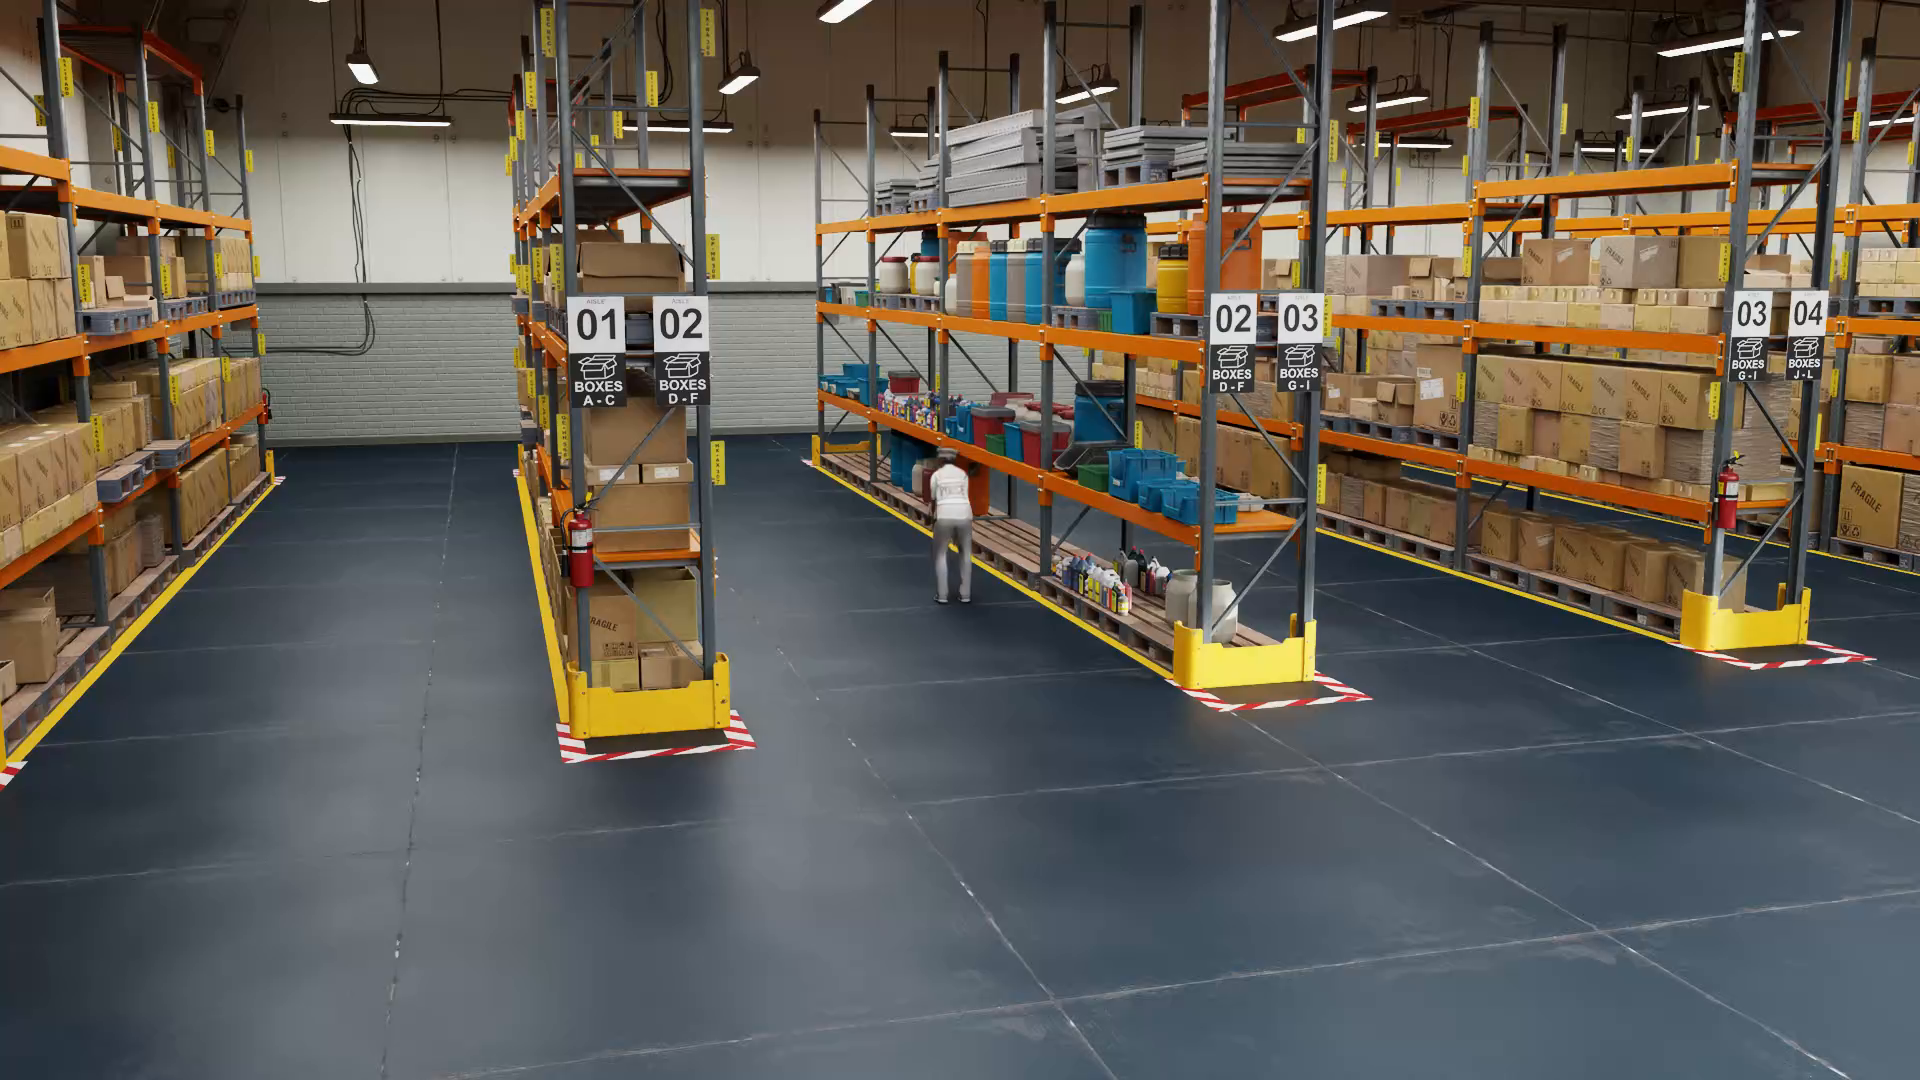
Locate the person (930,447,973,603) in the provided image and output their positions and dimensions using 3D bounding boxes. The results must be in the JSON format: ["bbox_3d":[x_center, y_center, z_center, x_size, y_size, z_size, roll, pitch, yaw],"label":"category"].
[{"bbox_3d":[-0.095,-0.154,17.113,0.411,1.574,0.609,-1,9,-9],"label":"person"}]
